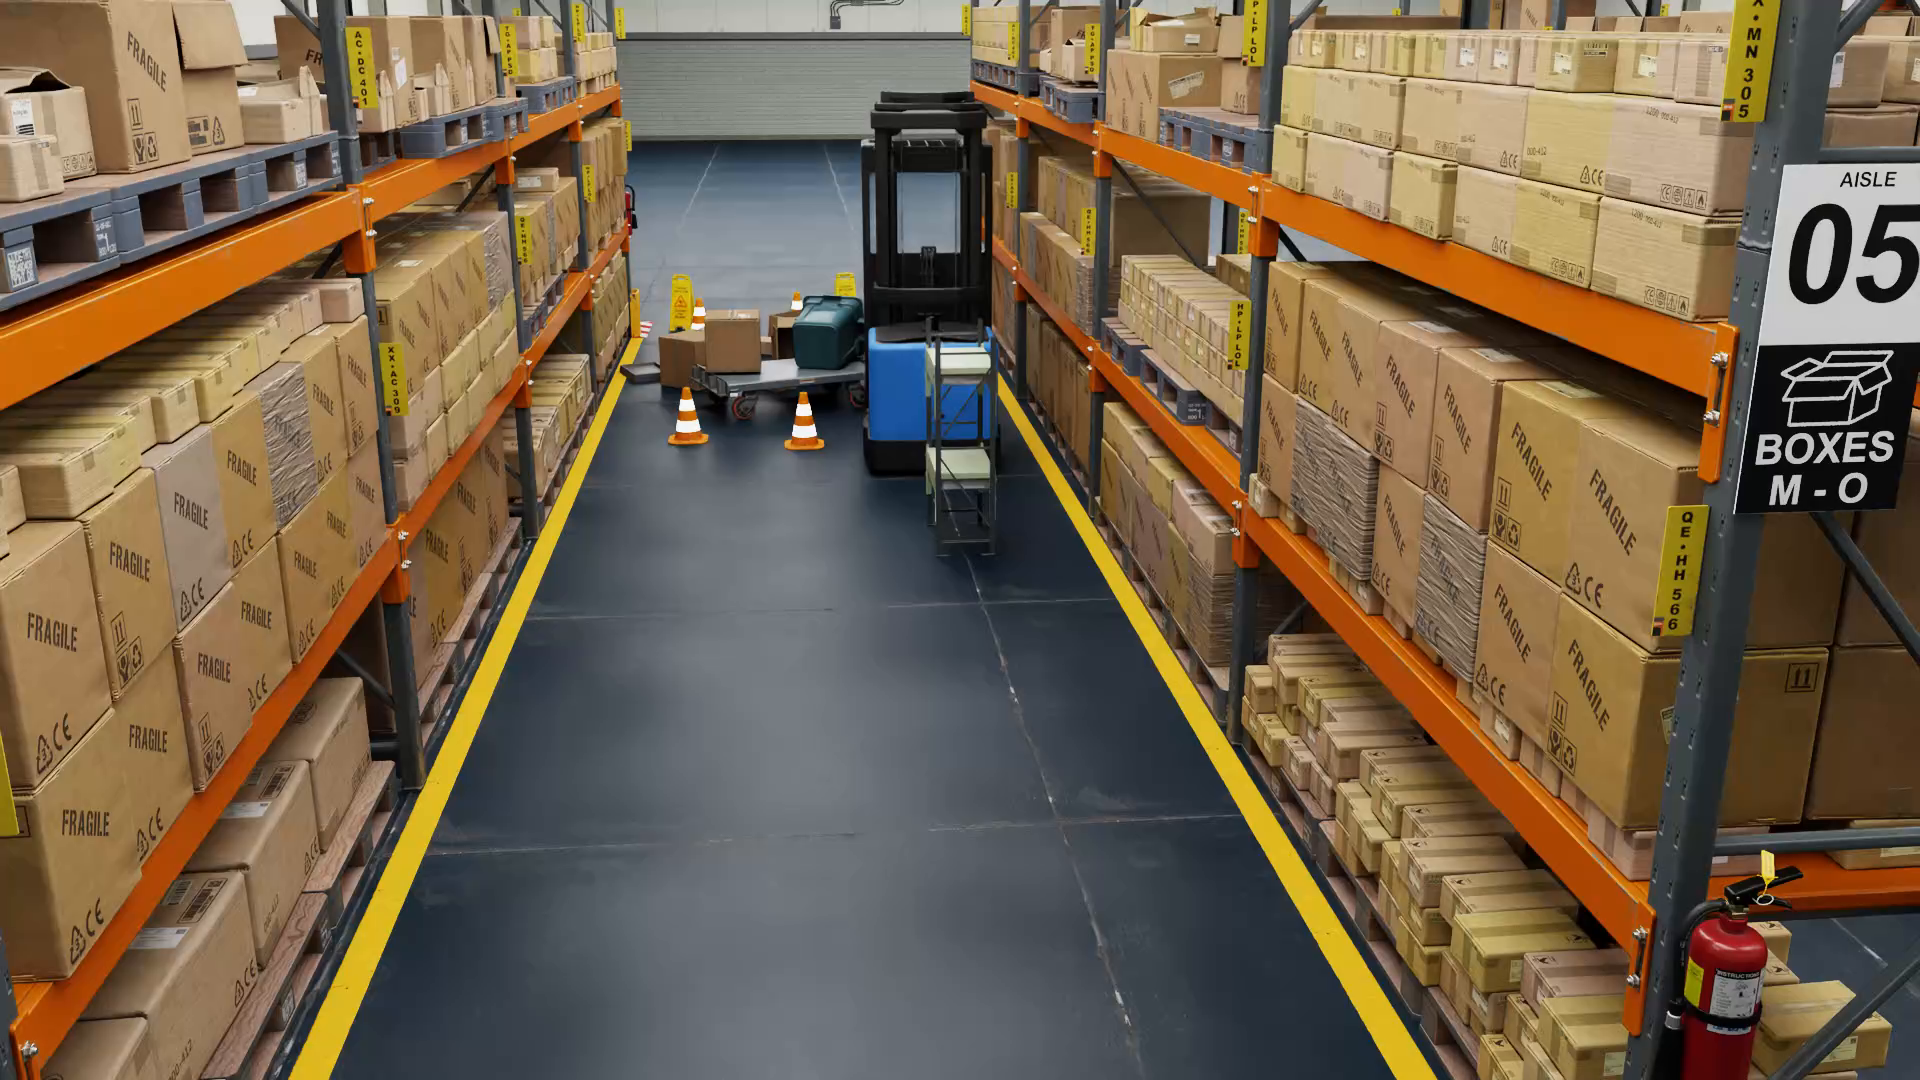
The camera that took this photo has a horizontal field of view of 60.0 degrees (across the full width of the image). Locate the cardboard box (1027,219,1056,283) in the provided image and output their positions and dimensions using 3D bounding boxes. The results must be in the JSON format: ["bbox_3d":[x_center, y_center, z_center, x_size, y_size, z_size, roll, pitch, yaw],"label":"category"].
[{"bbox_3d":[0.874,-2.540,14.594,0.500,0.500,0.500,-2,18,-5],"label":"cardboard box"}]

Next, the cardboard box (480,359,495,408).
[{"bbox_3d":[-3.052,-0.917,9.839,0.500,0.250,0.500,-2,18,-6],"label":"cardboard box"}]

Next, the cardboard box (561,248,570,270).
[{"bbox_3d":[-3.449,-2.330,13.809,0.380,0.149,0.250,-2,18,-5],"label":"cardboard box"}]

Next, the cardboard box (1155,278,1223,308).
[{"bbox_3d":[1.410,-1.524,10.249,0.380,0.149,0.250,-1,17,-3],"label":"cardboard box"}]

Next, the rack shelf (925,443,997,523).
[{"bbox_3d":[-0.001,-0.407,11.556,0.431,0.370,0.720,-2,18,-6],"label":"rack shelf"}]

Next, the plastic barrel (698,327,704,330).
[{"bbox_3d":[-2.573,-2.019,17.401,0.512,0.421,0.421,11,21,32],"label":"plastic barrel"}]

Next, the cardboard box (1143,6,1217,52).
[{"bbox_3d":[1.333,-3.103,10.100,0.396,0.266,0.258,-2,18,-6],"label":"cardboard box"}]

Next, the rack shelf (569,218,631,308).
[{"bbox_3d":[-4.085,-2.877,17.036,1.077,0.370,4.000,-2,18,-6],"label":"rack shelf"}]

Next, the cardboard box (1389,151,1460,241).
[{"bbox_3d":[1.790,-1.177,5.662,0.500,0.250,0.500,-1,17,-3],"label":"cardboard box"}]

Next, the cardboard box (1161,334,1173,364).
[{"bbox_3d":[1.431,-1.162,10.089,0.380,0.149,0.250,-2,17,-5],"label":"cardboard box"}]

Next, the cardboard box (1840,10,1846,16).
[{"bbox_3d":[6.093,-3.591,12.098,0.500,0.500,0.500,-1,17,-4],"label":"cardboard box"}]

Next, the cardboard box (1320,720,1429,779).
[{"bbox_3d":[1.728,0.874,6.952,0.380,0.149,0.250,-1,17,-4],"label":"cardboard box"}]

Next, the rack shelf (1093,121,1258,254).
[{"bbox_3d":[1.653,-2.108,9.578,1.077,0.370,4.000,-2,18,-6],"label":"rack shelf"}]

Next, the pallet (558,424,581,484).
[{"bbox_3d":[-3.668,-0.698,13.549,1.003,0.211,1.213,-2,18,-6],"label":"pallet"}]

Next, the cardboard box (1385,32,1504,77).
[{"bbox_3d":[1.736,-1.725,5.908,0.380,0.149,0.250,-1,17,-3],"label":"cardboard box"}]

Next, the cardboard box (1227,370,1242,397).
[{"bbox_3d":[1.594,-0.838,8.559,0.380,0.149,0.250,-2,18,-5],"label":"cardboard box"}]

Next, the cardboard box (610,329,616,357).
[{"bbox_3d":[-3.795,-2.014,16.974,0.500,0.250,0.500,-2,18,-6],"label":"cardboard box"}]

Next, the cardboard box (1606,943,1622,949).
[{"bbox_3d":[2.388,1.468,5.556,0.380,0.149,0.250,-2,17,-5],"label":"cardboard box"}]

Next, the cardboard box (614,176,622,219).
[{"bbox_3d":[-3.914,-3.704,17.803,0.500,0.500,0.500,-2,18,-6],"label":"cardboard box"}]

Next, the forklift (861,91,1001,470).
[{"bbox_3d":[-0.287,-2.344,14.251,1.130,2.935,3.031,-1,17,-3],"label":"forklift"}]

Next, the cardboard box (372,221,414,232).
[{"bbox_3d":[-3.598,-1.656,10.107,0.500,0.500,0.500,-2,18,-5],"label":"cardboard box"}]

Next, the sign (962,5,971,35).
[{"bbox_3d":[0.069,-5.870,18.768,0.100,0.325,0.005,-2,18,-6],"label":"sign"}]

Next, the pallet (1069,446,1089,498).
[{"bbox_3d":[1.441,-0.523,12.990,1.003,0.211,1.213,-2,18,-6],"label":"pallet"}]

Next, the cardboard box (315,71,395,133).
[{"bbox_3d":[-2.757,-1.969,7.455,0.396,0.266,0.258,-2,18,-6],"label":"cardboard box"}]

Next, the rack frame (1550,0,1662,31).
[{"bbox_3d":[5.978,-5.793,15.107,1.000,3.000,0.127,-2,18,-6],"label":"rack frame"}]

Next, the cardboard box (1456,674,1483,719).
[{"bbox_3d":[1.881,0.495,5.513,0.380,0.149,0.250,-3,18,-8],"label":"cardboard box"}]

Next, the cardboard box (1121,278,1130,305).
[{"bbox_3d":[1.297,-1.688,11.269,0.380,0.149,0.250,-1,17,-3],"label":"cardboard box"}]

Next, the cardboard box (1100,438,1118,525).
[{"bbox_3d":[1.266,-0.405,11.432,0.500,0.500,0.500,-3,18,-8],"label":"cardboard box"}]

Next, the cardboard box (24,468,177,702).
[{"bbox_3d":[-2.468,0.120,4.451,0.500,0.500,0.500,-2,18,-7],"label":"cardboard box"}]

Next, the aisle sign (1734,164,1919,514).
[{"bbox_3d":[1.981,-0.442,3.737,0.394,0.787,0.004,-2,18,-6],"label":"aisle sign"}]

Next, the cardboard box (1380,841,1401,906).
[{"bbox_3d":[1.804,1.251,6.246,0.380,0.149,0.250,-1,17,-3],"label":"cardboard box"}]

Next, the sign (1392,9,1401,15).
[{"bbox_3d":[5.026,-5.954,19.168,0.100,0.325,0.005,-2,18,-6],"label":"sign"}]

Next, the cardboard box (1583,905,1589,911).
[{"bbox_3d":[2.401,1.248,5.759,0.380,0.149,0.250,-3,18,-8],"label":"cardboard box"}]

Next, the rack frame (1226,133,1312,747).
[{"bbox_3d":[1.859,-0.424,8.021,1.000,3.000,0.127,-2,18,-6],"label":"rack frame"}]

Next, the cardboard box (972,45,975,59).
[{"bbox_3d":[0.338,-5.447,18.563,0.380,0.149,0.250,-2,18,-5],"label":"cardboard box"}]

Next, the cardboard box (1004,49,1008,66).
[{"bbox_3d":[0.624,-4.618,15.922,0.380,0.149,0.250,-2,17,-5],"label":"cardboard box"}]

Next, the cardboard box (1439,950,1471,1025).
[{"bbox_3d":[1.903,1.549,5.795,0.380,0.149,0.250,-2,18,-5],"label":"cardboard box"}]

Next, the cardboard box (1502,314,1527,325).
[{"bbox_3d":[2.274,-0.653,6.415,0.500,0.500,0.500,-1,17,-4],"label":"cardboard box"}]

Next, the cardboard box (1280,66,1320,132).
[{"bbox_3d":[1.670,-1.872,7.039,0.500,0.250,0.500,-1,17,-4],"label":"cardboard box"}]

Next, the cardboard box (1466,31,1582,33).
[{"bbox_3d":[2.178,-1.896,6.451,0.380,0.149,0.250,-1,17,-4],"label":"cardboard box"}]

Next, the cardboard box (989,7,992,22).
[{"bbox_3d":[0.496,-5.375,17.003,0.380,0.149,0.250,-2,17,-5],"label":"cardboard box"}]

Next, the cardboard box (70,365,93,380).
[{"bbox_3d":[-3.098,-0.595,5.644,0.380,0.149,0.250,-2,18,-6],"label":"cardboard box"}]

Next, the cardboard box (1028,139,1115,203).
[{"bbox_3d":[1.030,-3.506,15.782,0.875,0.550,0.550,-2,18,-6],"label":"cardboard box"}]

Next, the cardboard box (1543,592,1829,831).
[{"bbox_3d":[1.970,0.452,4.567,0.500,0.500,0.500,-1,17,-5],"label":"cardboard box"}]

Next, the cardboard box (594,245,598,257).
[{"bbox_3d":[-3.719,-2.835,16.120,0.380,0.149,0.250,-1,17,-4],"label":"cardboard box"}]

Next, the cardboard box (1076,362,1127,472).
[{"bbox_3d":[1.474,-0.927,12.678,1.050,0.750,0.750,-2,18,-6],"label":"cardboard box"}]

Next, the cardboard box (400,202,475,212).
[{"bbox_3d":[-3.907,-2.254,12.484,0.500,0.500,0.500,-3,18,-9],"label":"cardboard box"}]

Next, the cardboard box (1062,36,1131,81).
[{"bbox_3d":[1.041,-3.555,12.266,0.500,0.311,0.500,-2,18,-6],"label":"cardboard box"}]

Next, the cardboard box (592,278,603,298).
[{"bbox_3d":[-3.624,-2.404,15.881,0.380,0.149,0.250,-2,17,-5],"label":"cardboard box"}]

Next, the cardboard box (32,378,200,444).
[{"bbox_3d":[-2.522,-0.385,4.977,0.380,0.149,0.250,-2,18,-5],"label":"cardboard box"}]

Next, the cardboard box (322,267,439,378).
[{"bbox_3d":[-2.893,-1.057,8.199,0.500,0.500,0.500,-2,18,-6],"label":"cardboard box"}]

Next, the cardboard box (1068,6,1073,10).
[{"bbox_3d":[1.255,-5.094,16.106,0.380,0.149,0.250,-2,18,-7],"label":"cardboard box"}]

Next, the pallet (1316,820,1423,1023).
[{"bbox_3d":[2.093,1.469,6.644,1.003,0.211,1.213,-2,18,-6],"label":"pallet"}]

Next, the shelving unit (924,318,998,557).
[{"bbox_3d":[-0.001,-0.718,11.459,0.431,1.500,0.755,-2,18,-6],"label":"shelving unit"}]

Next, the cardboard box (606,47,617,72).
[{"bbox_3d":[-3.971,-5.174,17.896,0.500,0.250,0.500,-2,18,-6],"label":"cardboard box"}]

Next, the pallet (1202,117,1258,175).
[{"bbox_3d":[1.902,-1.953,8.196,1.213,0.211,1.003,-2,18,-6],"label":"pallet"}]

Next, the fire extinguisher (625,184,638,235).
[{"bbox_3d":[-3.845,-3.828,18.992,0.296,0.674,0.183,-2,18,-6],"label":"fire extinguisher"}]

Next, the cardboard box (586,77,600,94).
[{"bbox_3d":[-3.713,-4.423,16.170,0.380,0.149,0.250,-2,18,-7],"label":"cardboard box"}]

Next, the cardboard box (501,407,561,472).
[{"bbox_3d":[-3.599,-0.768,12.801,0.950,0.372,0.625,-2,18,-7],"label":"cardboard box"}]
